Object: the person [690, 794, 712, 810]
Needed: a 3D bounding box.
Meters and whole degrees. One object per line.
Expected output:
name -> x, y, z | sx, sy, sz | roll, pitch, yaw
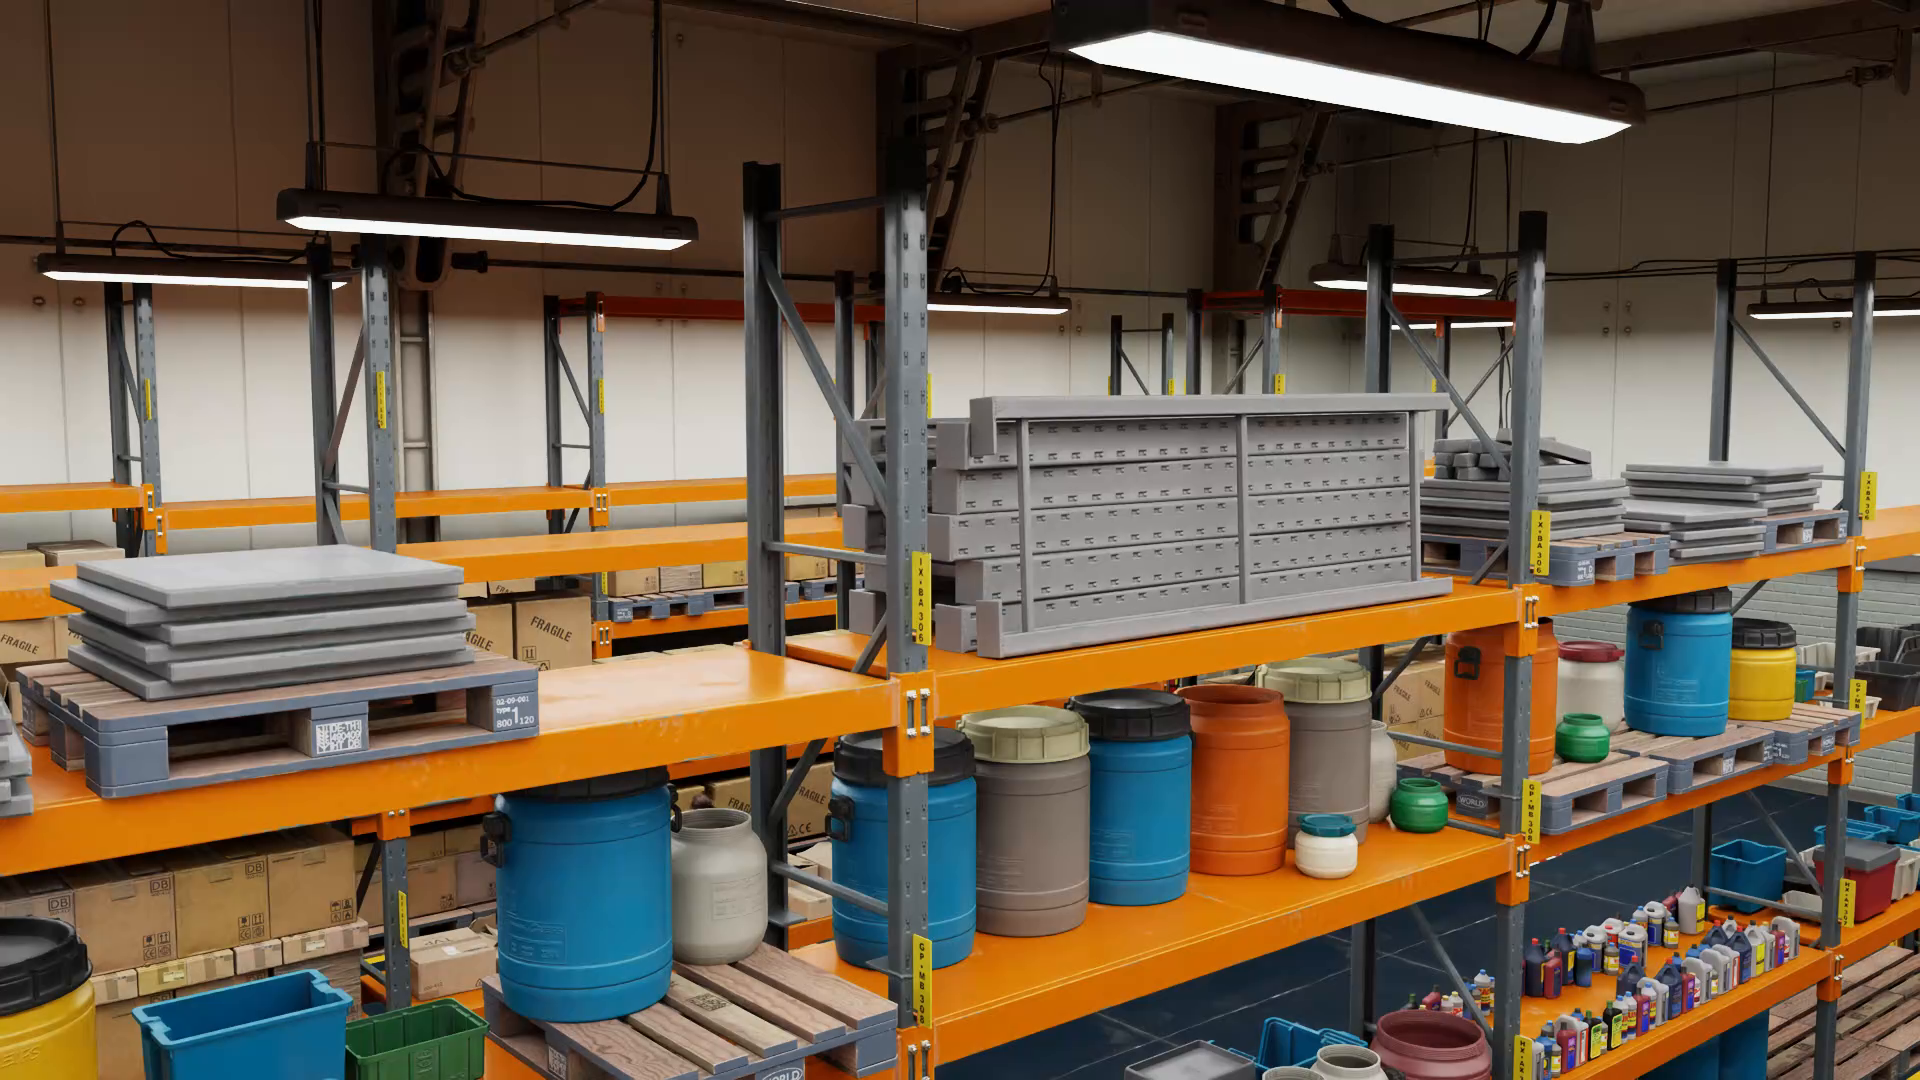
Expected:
person -> -2.280, 2.992, 14.026 | 0.580, 1.704, 0.414 | -5, 7, -43
